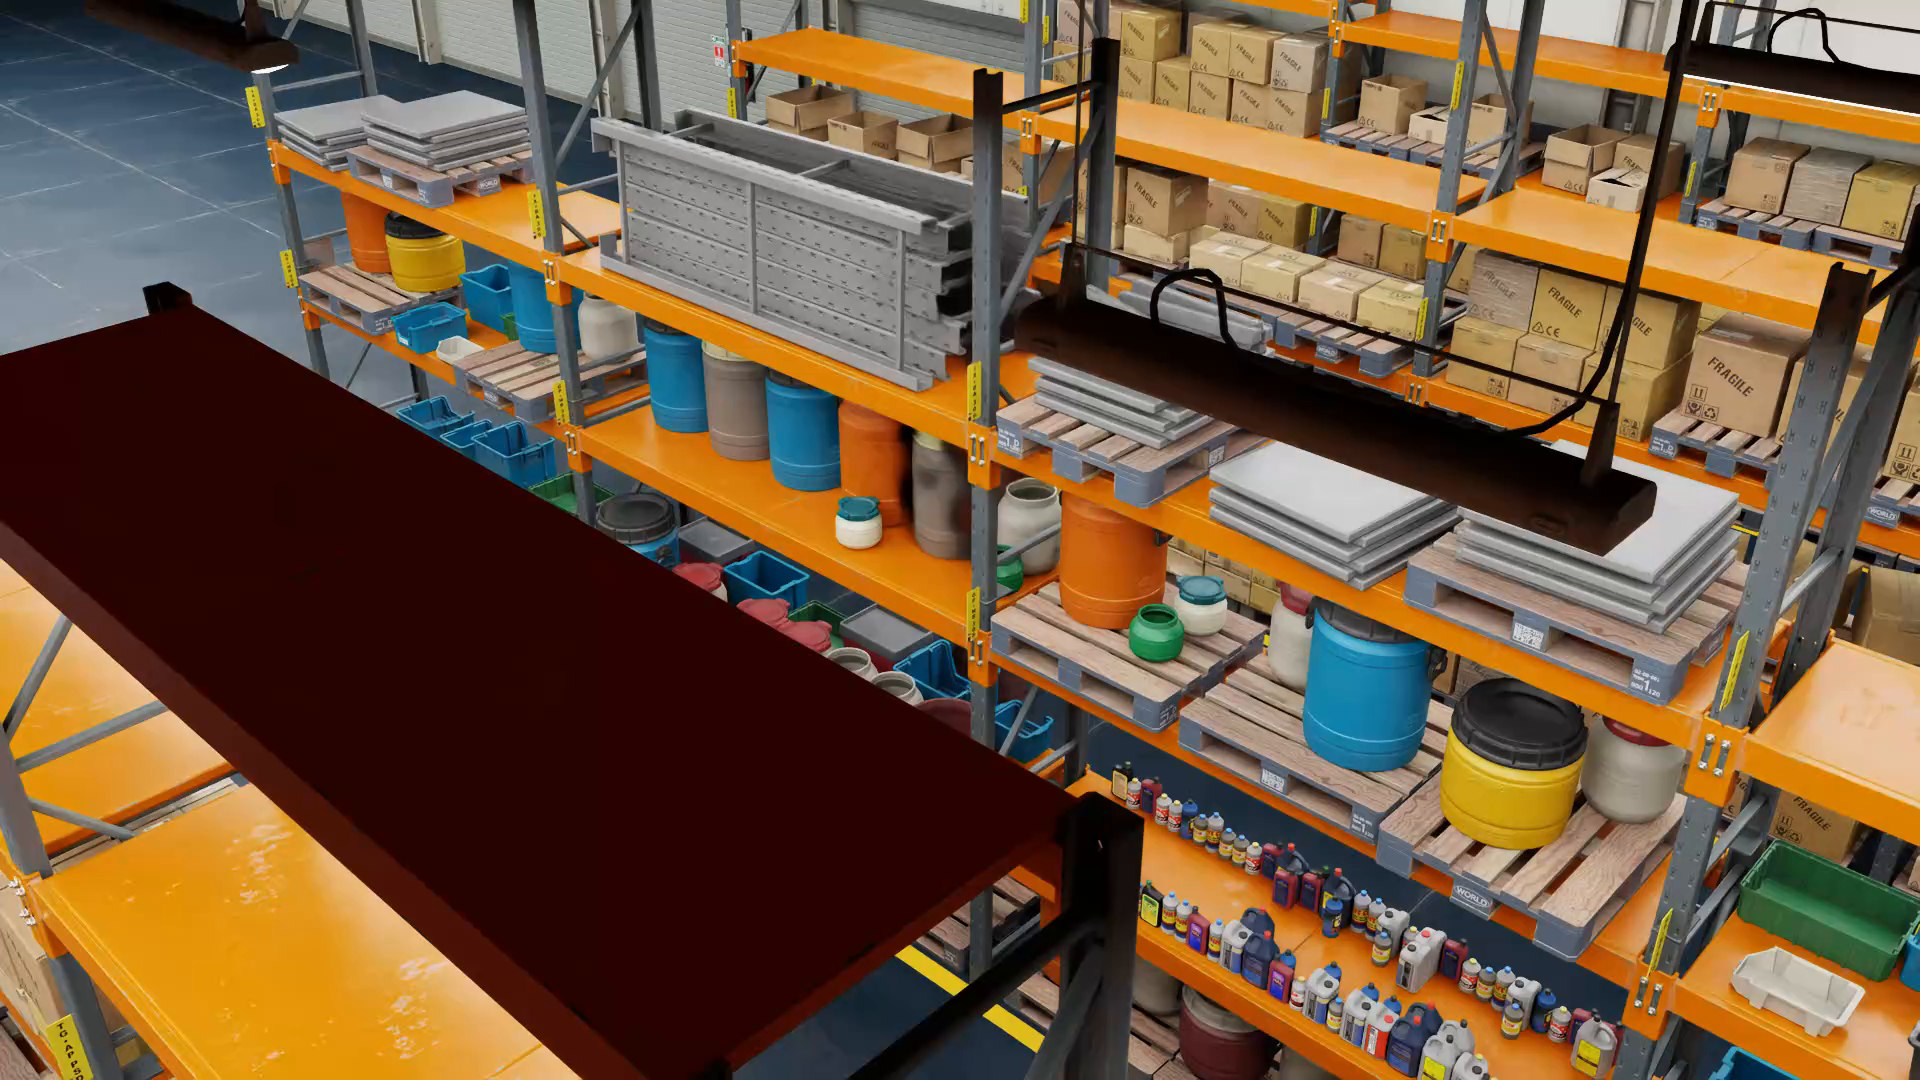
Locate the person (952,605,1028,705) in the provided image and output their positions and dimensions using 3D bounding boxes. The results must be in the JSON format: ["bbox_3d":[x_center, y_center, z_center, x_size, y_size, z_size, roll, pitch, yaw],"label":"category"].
[{"bbox_3d":[0.253,1.058,12.499,0.699,1.752,0.644,-2,29,-3],"label":"person"}]
